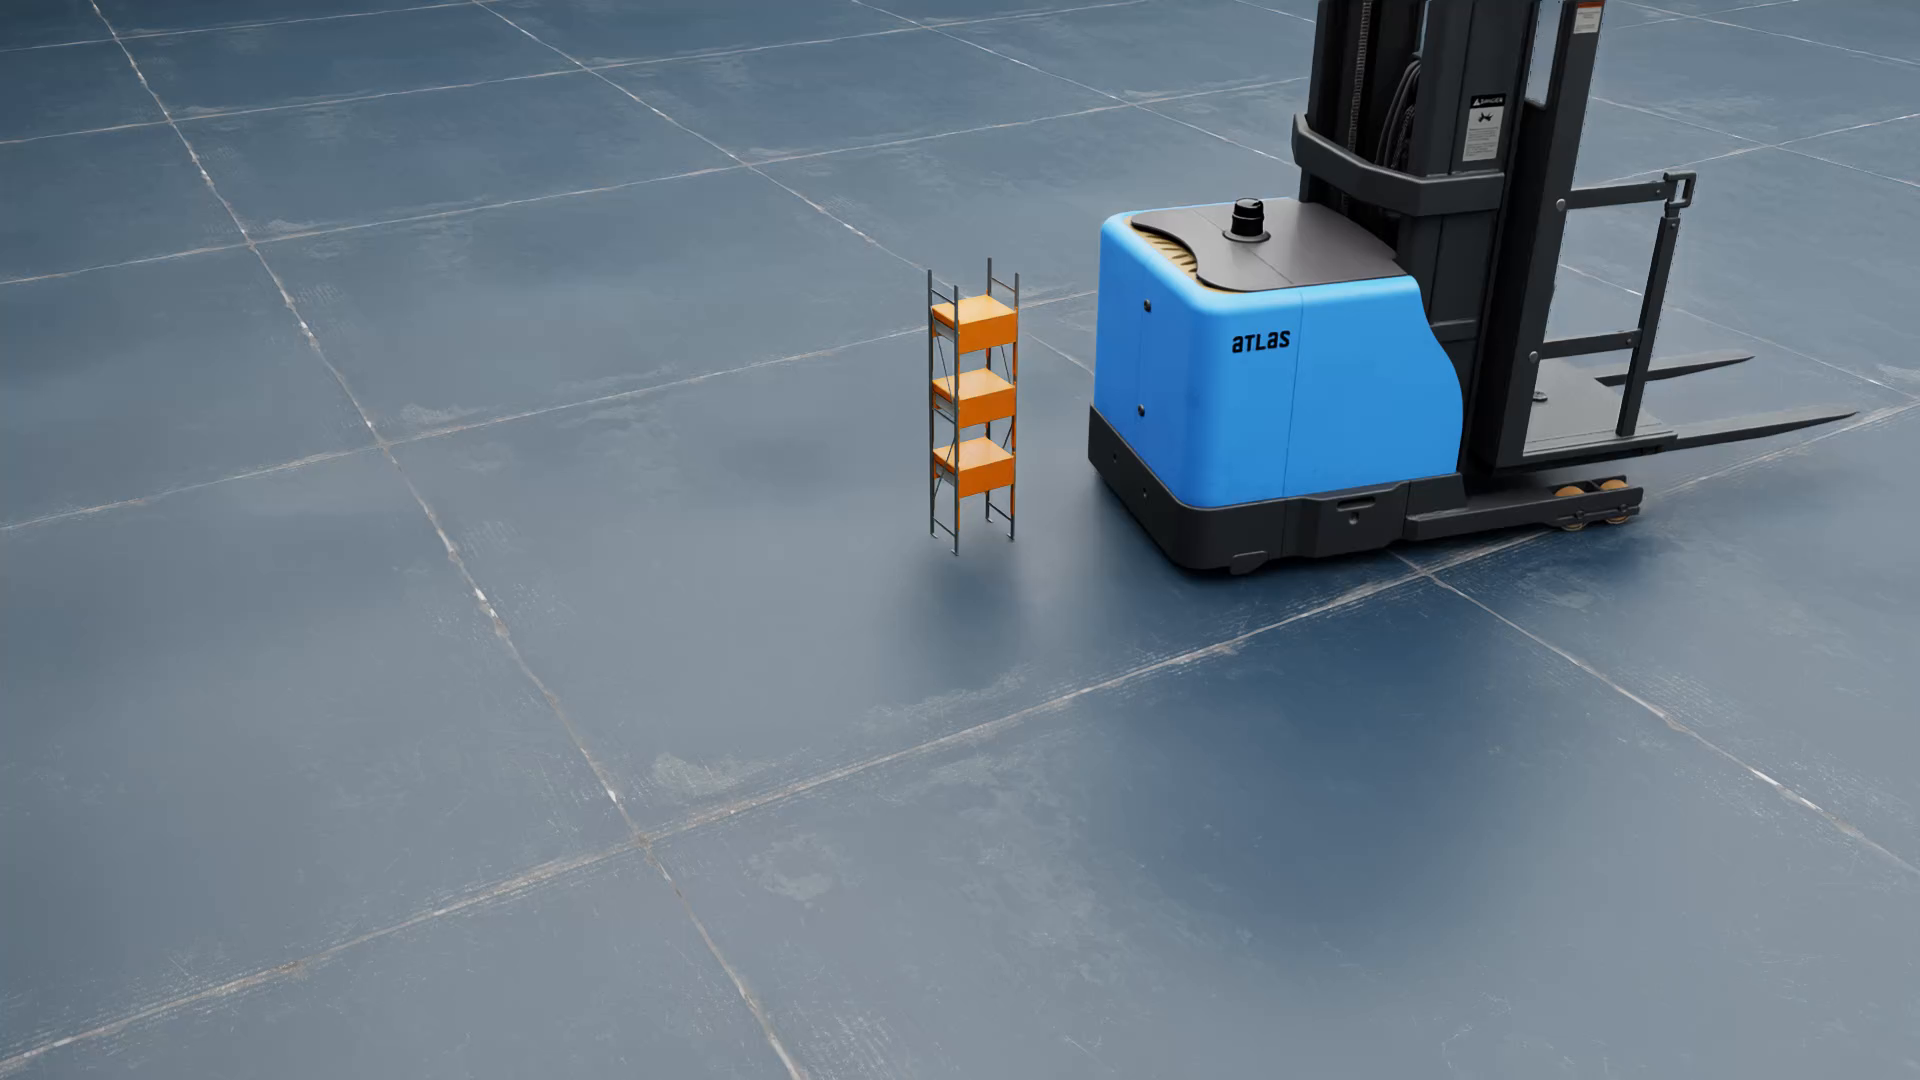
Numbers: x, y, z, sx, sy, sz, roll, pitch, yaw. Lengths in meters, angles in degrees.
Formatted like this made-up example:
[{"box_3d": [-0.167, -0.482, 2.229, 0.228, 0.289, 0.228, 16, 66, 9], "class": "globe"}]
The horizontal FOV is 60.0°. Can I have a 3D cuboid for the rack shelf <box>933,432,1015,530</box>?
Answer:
[{"box_3d": [0.046, -0.220, 6.159, 0.240, 0.259, 0.215, -16, 33, -26], "class": "rack shelf"}]

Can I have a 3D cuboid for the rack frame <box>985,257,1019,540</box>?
[{"box_3d": [0.151, -0.503, 6.074, 0.008, 1.050, 0.200, -16, 33, -26], "class": "rack frame"}]

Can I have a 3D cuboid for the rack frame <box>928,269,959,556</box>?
[{"box_3d": [-0.059, -0.443, 5.966, 0.008, 1.050, 0.200, -16, 33, -26], "class": "rack frame"}]

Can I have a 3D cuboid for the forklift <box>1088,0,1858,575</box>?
[{"box_3d": [2.091, -1.553, 6.031, 3.031, 2.935, 1.130, -8, 30, -14], "class": "forklift"}]

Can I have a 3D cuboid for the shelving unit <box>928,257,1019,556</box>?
[{"box_3d": [0.046, -0.473, 6.020, 0.252, 1.050, 0.215, -16, 33, -26], "class": "shelving unit"}]

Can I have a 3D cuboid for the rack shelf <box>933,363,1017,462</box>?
[{"box_3d": [0.046, -0.463, 6.025, 0.240, 0.259, 0.215, -16, 33, -26], "class": "rack shelf"}]

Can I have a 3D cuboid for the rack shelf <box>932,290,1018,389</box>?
[{"box_3d": [0.046, -0.712, 5.888, 0.240, 0.259, 0.215, -16, 33, -26], "class": "rack shelf"}]
